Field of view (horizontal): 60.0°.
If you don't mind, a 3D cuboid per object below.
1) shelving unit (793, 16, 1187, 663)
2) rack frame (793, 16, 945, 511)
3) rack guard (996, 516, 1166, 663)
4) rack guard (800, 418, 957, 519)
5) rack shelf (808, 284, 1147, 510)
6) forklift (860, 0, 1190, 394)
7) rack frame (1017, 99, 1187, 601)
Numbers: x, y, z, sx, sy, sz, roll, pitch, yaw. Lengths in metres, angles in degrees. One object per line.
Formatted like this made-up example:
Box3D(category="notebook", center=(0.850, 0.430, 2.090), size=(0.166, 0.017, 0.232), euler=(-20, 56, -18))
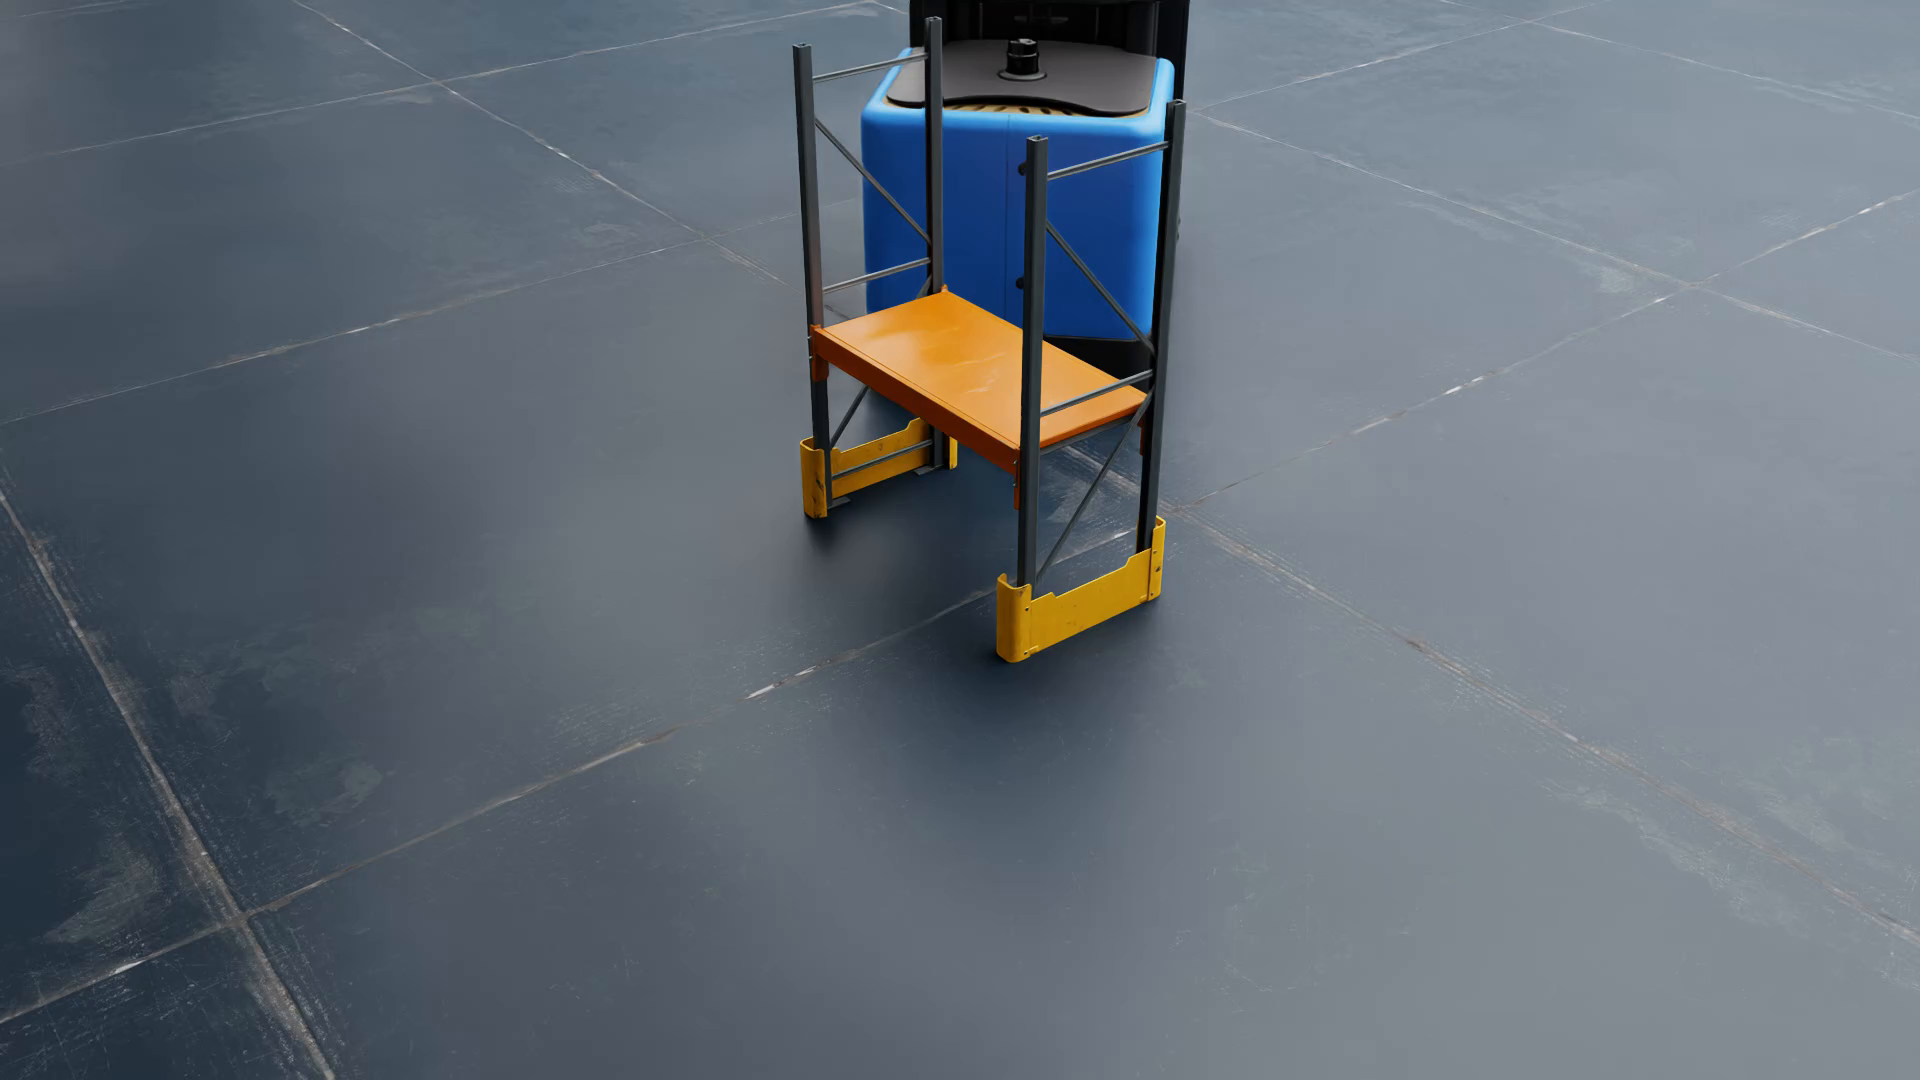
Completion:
Box3D(category="shelving unit", center=(0.047, -0.605, 4.803), size=(0.587, 1.500, 1.083), euler=(-22, 38, -31))
Box3D(category="rack frame", center=(-0.259, -0.813, 5.138), size=(0.500, 1.500, 0.032), euler=(-22, 38, -31))
Box3D(category="rack guard", center=(0.352, 0.133, 4.799), size=(0.587, 0.250, 0.087), euler=(-22, 38, -31))
Box3D(category="rack guard", center=(-0.259, -0.282, 5.467), size=(0.587, 0.250, 0.087), euler=(-22, 38, -31))
Box3D(category="rack shelf", center=(0.052, -0.449, 4.892), size=(0.538, 0.185, 1.000), euler=(-22, 38, -31))
Box3D(category="forklift", center=(0.383, -2.494, 6.487), size=(1.130, 2.935, 3.031), euler=(5, 32, 7))
Box3D(category="rack frame", center=(0.364, -0.390, 4.456), size=(0.500, 1.500, 0.032), euler=(-22, 38, -31))
